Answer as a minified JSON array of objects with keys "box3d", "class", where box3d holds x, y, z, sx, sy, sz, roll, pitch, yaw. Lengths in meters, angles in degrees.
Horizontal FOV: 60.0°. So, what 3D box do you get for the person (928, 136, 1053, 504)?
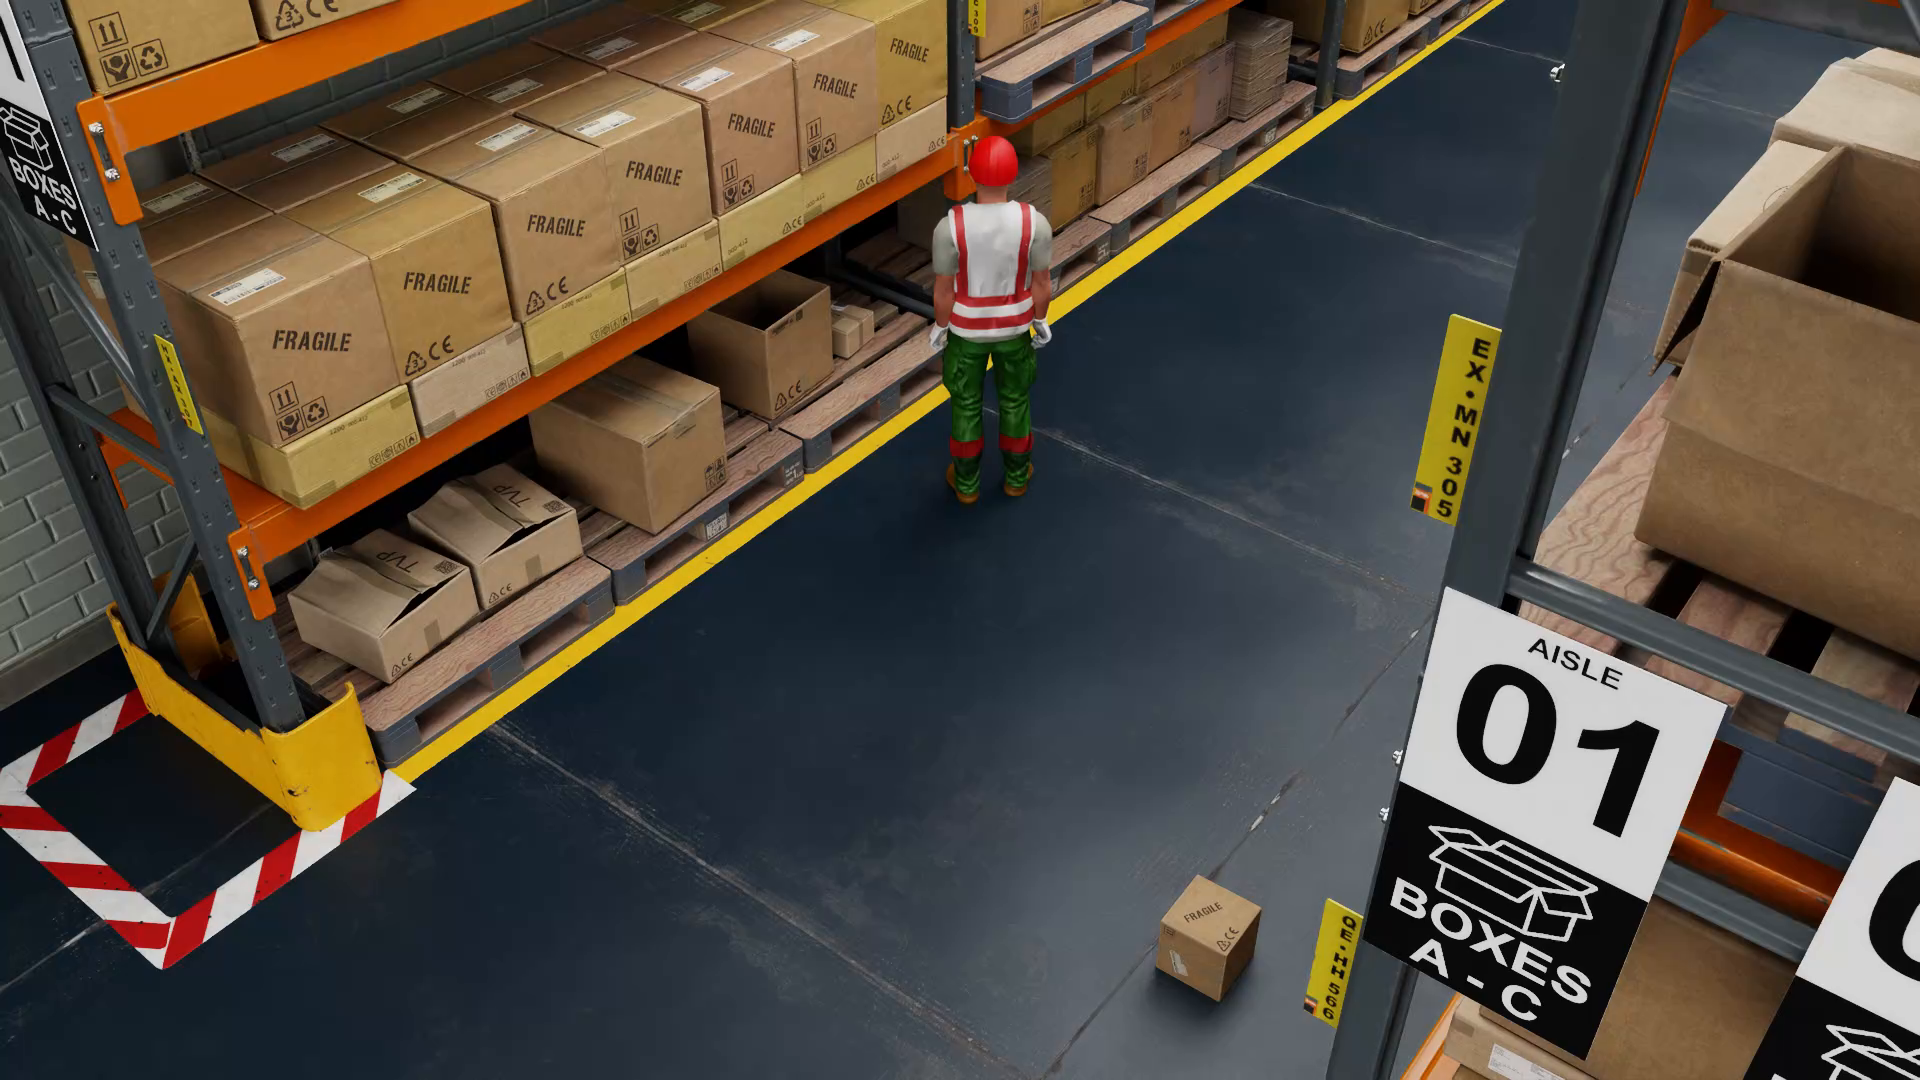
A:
[{"box3d":[0.130,-0.956,7.330,0.546,1.796,0.370,-4,39,-5],"class":"person"}]
